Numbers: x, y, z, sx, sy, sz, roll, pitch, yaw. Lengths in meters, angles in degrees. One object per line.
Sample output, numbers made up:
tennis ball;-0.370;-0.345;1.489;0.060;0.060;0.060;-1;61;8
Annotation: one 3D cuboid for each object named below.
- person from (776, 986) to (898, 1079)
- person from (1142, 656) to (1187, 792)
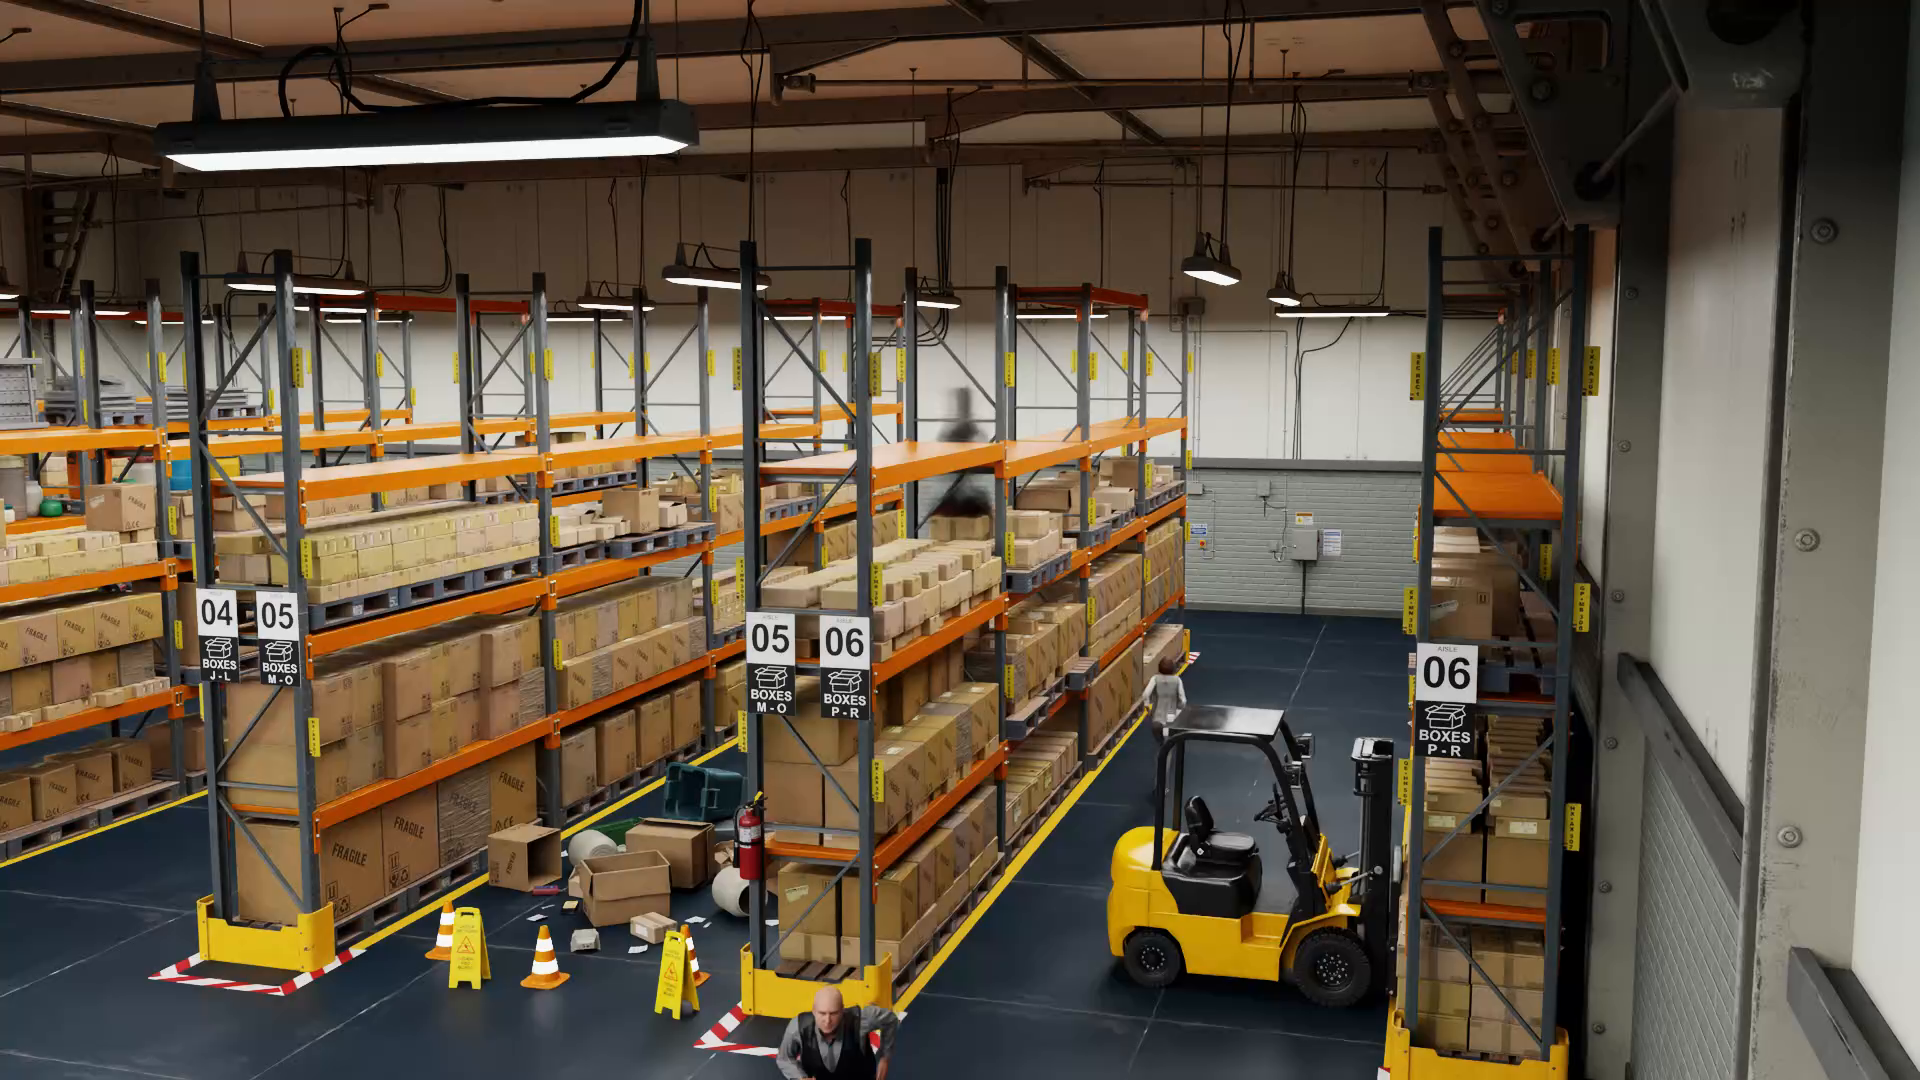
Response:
person;-0.708;3.298;9.750;0.700;1.682;0.988;0;6;0
person;2.419;2.185;19.599;0.479;1.628;0.774;2;7;19
